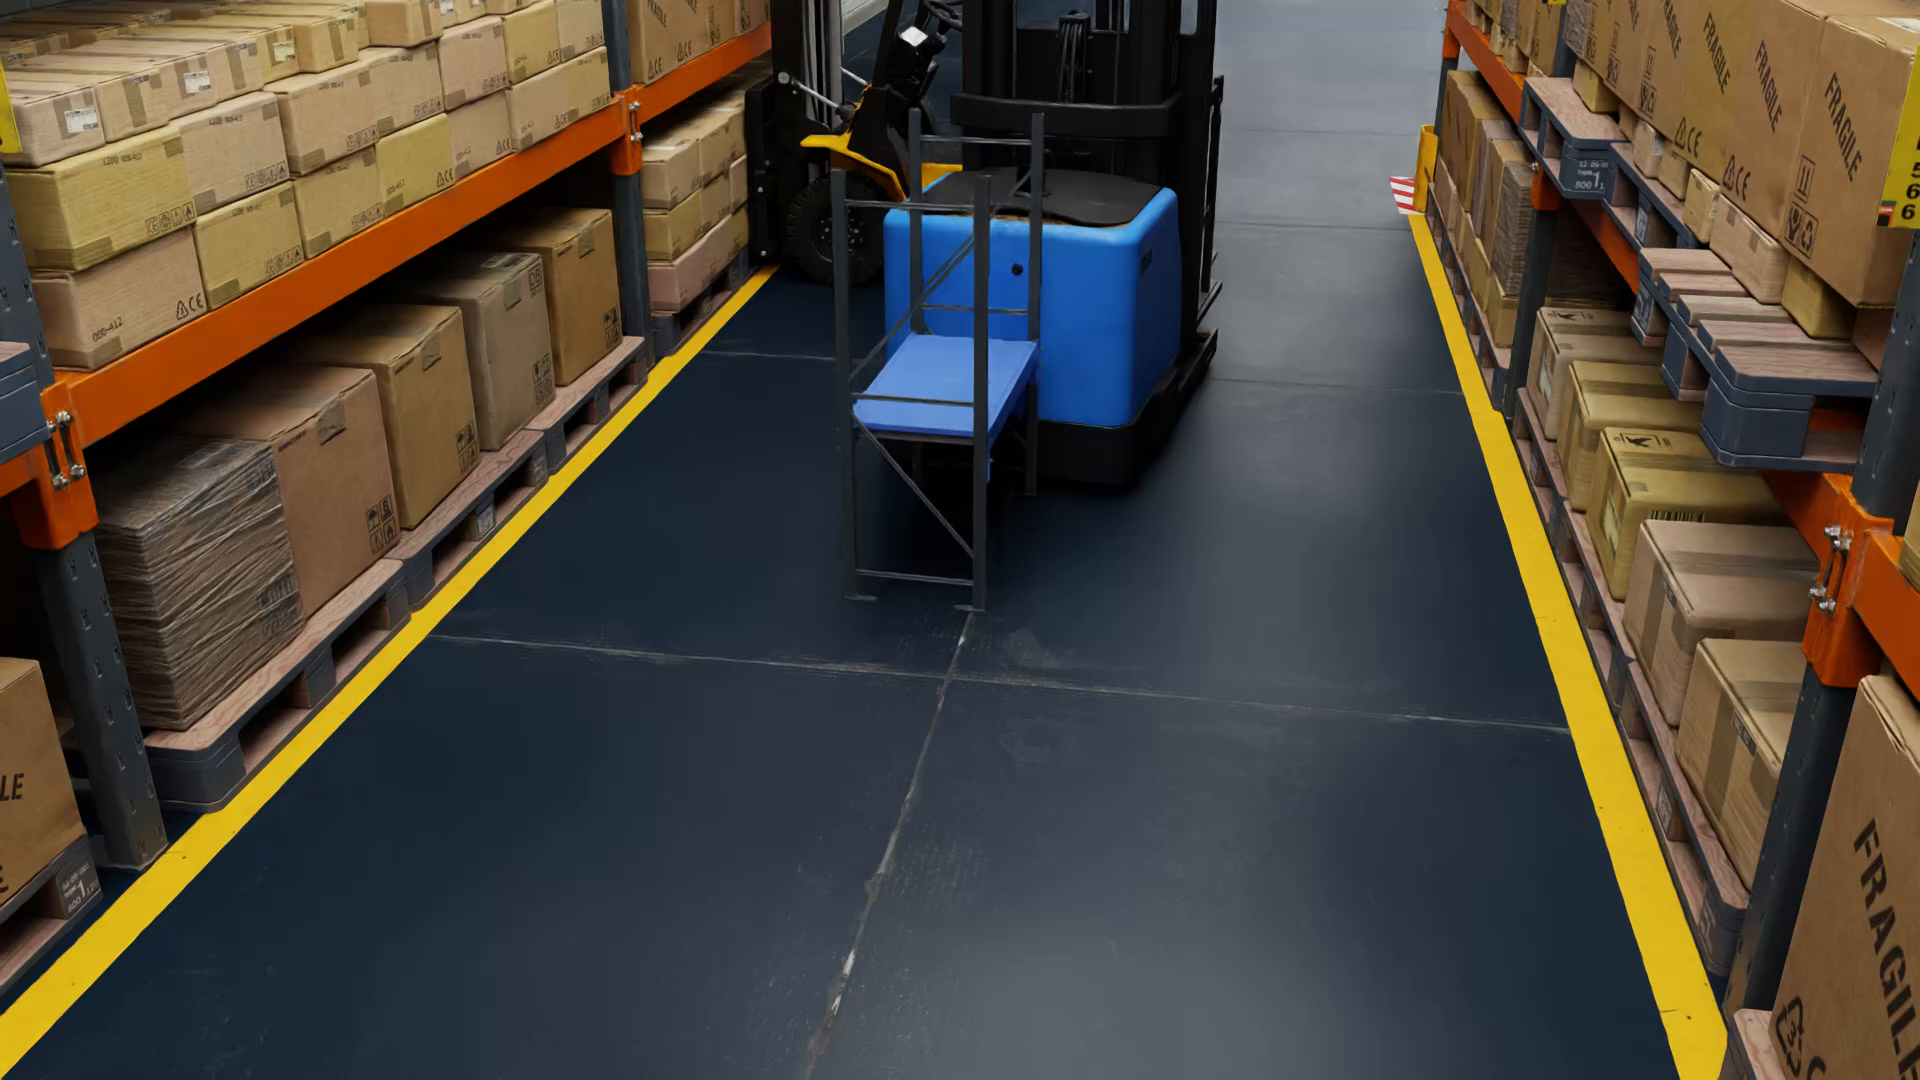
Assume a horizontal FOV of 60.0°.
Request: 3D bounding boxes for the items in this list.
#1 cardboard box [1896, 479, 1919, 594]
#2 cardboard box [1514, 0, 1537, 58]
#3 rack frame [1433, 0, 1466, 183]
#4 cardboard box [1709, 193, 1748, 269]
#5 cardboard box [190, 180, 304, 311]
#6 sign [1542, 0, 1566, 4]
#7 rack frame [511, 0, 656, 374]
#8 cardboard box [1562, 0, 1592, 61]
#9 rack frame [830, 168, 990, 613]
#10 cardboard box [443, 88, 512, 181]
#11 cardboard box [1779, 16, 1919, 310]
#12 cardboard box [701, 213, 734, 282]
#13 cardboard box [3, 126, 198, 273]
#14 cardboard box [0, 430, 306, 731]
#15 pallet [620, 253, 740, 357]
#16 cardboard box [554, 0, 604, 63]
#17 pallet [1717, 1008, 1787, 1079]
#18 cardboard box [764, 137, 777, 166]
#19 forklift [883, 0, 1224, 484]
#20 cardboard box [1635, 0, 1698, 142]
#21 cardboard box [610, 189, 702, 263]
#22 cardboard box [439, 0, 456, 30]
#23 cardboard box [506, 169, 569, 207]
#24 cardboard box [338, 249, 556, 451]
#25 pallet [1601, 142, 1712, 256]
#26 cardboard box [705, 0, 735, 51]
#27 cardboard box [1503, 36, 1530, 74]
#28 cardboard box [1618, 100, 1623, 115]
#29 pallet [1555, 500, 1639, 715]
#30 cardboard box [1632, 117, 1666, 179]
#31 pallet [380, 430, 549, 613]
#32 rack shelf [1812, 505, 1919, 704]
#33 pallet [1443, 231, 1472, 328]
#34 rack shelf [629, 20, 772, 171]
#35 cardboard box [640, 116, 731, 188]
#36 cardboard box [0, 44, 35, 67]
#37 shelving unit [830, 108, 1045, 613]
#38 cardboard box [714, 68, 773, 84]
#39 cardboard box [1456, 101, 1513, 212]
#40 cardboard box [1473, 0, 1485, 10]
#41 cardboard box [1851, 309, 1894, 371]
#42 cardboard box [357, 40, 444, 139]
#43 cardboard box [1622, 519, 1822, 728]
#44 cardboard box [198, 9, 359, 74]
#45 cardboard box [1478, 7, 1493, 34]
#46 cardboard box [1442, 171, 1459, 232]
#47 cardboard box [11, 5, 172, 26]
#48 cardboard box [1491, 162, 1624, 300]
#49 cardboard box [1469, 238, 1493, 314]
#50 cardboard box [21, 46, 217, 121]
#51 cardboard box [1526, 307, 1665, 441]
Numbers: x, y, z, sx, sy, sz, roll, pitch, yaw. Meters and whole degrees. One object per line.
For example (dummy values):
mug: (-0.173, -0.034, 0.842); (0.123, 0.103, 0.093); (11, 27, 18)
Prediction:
cardboard box: (1.938, 0.058, 2.765); (0.500, 0.250, 0.500); (4, 25, 8)
cardboard box: (2.825, -2.469, 7.518); (0.500, 0.500, 0.500); (5, 26, 10)
rack frame: (3.574, -3.543, 10.281); (1.000, 3.000, 0.127); (4, 25, 9)
cardboard box: (2.106, -0.757, 4.131); (0.380, 0.149, 0.250); (3, 25, 6)
cardboard box: (-2.230, -0.850, 4.705); (0.500, 0.250, 0.500); (3, 25, 7)
sign: (2.384, -2.297, 6.597); (0.100, 0.325, 0.005); (4, 25, 9)
rack frame: (-1.977, -2.213, 7.439); (1.000, 3.000, 0.127); (4, 25, 9)
cardboard box: (2.561, -2.064, 6.157); (0.500, 0.500, 0.500); (5, 25, 10)
rack frame: (-0.156, -0.456, 5.454); (0.500, 1.500, 0.032); (5, 26, 11)
cardboard box: (-1.990, -1.499, 6.092); (0.500, 0.250, 0.500); (4, 25, 9)
cardboard box: (2.066, -0.777, 3.407); (0.500, 0.500, 0.500); (3, 25, 7)
cardboard box: (-1.504, -1.550, 8.772); (0.500, 0.250, 0.500); (3, 25, 7)
cardboard box: (-2.293, -0.865, 4.147); (0.500, 0.250, 0.500); (4, 25, 8)
cardboard box: (-2.516, 0.086, 4.834); (0.875, 0.625, 0.625); (5, 26, 10)
pallet: (-1.806, -1.279, 8.734); (1.003, 0.211, 1.213); (4, 25, 9)
cardboard box: (-1.805, -2.148, 6.888); (0.500, 0.250, 0.500); (3, 25, 7)
pallet: (2.063, 1.390, 3.031); (1.003, 0.211, 1.213); (4, 25, 9)
cardboard box: (-1.336, -2.196, 9.562); (0.500, 0.250, 0.500); (4, 25, 8)
forklift: (0.620, -2.148, 7.381); (1.130, 2.935, 3.031); (8, 26, 16)
cardboard box: (2.312, -1.433, 4.809); (0.500, 0.500, 0.500); (3, 25, 6)
cardboard box: (-1.594, -1.565, 8.213); (0.500, 0.250, 0.500); (4, 25, 8)
cardboard box: (-1.994, -1.857, 5.796); (0.380, 0.149, 0.250); (4, 25, 9)
cardboard box: (-2.088, -1.829, 8.189); (0.500, 0.250, 0.500); (5, 25, 10)
cardboard box: (-2.186, -0.784, 6.693); (0.875, 0.625, 0.625); (4, 25, 8)
pallet: (2.550, -0.941, 4.949); (1.003, 0.211, 1.213); (4, 25, 9)
cardboard box: (-1.497, -2.856, 8.696); (0.500, 0.500, 0.500); (4, 25, 8)
cardboard box: (2.835, -2.337, 8.001); (0.380, 0.149, 0.250); (4, 25, 8)
cardboard box: (2.498, -1.510, 5.738); (0.380, 0.149, 0.250); (6, 26, 12)
pallet: (2.597, 0.230, 5.509); (1.003, 0.211, 1.213); (4, 25, 9)
cardboard box: (2.278, -1.194, 5.064); (0.380, 0.149, 0.250); (5, 26, 11)
pallet: (-2.256, -0.127, 6.272); (1.003, 0.211, 1.213); (4, 25, 9)
rack shelf: (1.940, 0.965, 1.499); (1.077, 0.370, 4.000); (4, 25, 9)
pallet: (3.192, -1.402, 8.997); (1.003, 0.211, 1.213); (4, 25, 9)
rack shelf: (-1.651, -2.723, 9.378); (1.077, 0.370, 4.000); (4, 25, 9)
cardboard box: (-1.495, -2.004, 8.562); (0.500, 0.250, 0.500); (4, 25, 9)
cardboard box: (-2.743, -1.250, 4.499); (0.380, 0.149, 0.250); (4, 25, 8)
shelving unit: (-0.049, -0.666, 5.904); (0.538, 1.500, 1.048); (5, 26, 11)
cardboard box: (-1.242, -2.643, 9.927); (0.500, 0.250, 0.500); (4, 25, 9)
cardboard box: (2.995, -2.071, 9.000); (0.500, 0.500, 0.500); (5, 25, 10)
cardboard box: (3.059, -3.114, 8.896); (0.500, 0.500, 0.500); (4, 25, 7)
cardboard box: (2.088, -0.427, 3.425); (0.380, 0.149, 0.250); (5, 26, 10)
cardboard box: (-2.073, -1.509, 5.523); (0.500, 0.250, 0.500); (4, 25, 9)
cardboard box: (2.481, 0.258, 4.765); (0.950, 0.372, 0.625); (4, 25, 8)
cardboard box: (-2.088, -1.532, 5.102); (0.380, 0.149, 0.250); (5, 25, 10)
cardboard box: (3.068, -2.876, 9.153); (0.380, 0.149, 0.250); (5, 25, 10)
cardboard box: (3.078, -1.957, 9.640); (0.500, 0.250, 0.500); (5, 26, 10)
cardboard box: (-2.693, -1.572, 5.186); (0.380, 0.149, 0.250); (4, 25, 8)
cardboard box: (2.752, -1.421, 7.610); (0.500, 0.500, 0.500); (4, 25, 8)
cardboard box: (2.829, -1.304, 8.246); (0.500, 0.250, 0.500); (3, 25, 7)
cardboard box: (-2.229, -1.213, 4.419); (0.380, 0.149, 0.250); (5, 25, 10)
cardboard box: (2.837, -0.651, 6.706); (0.950, 0.372, 0.625); (4, 25, 9)
